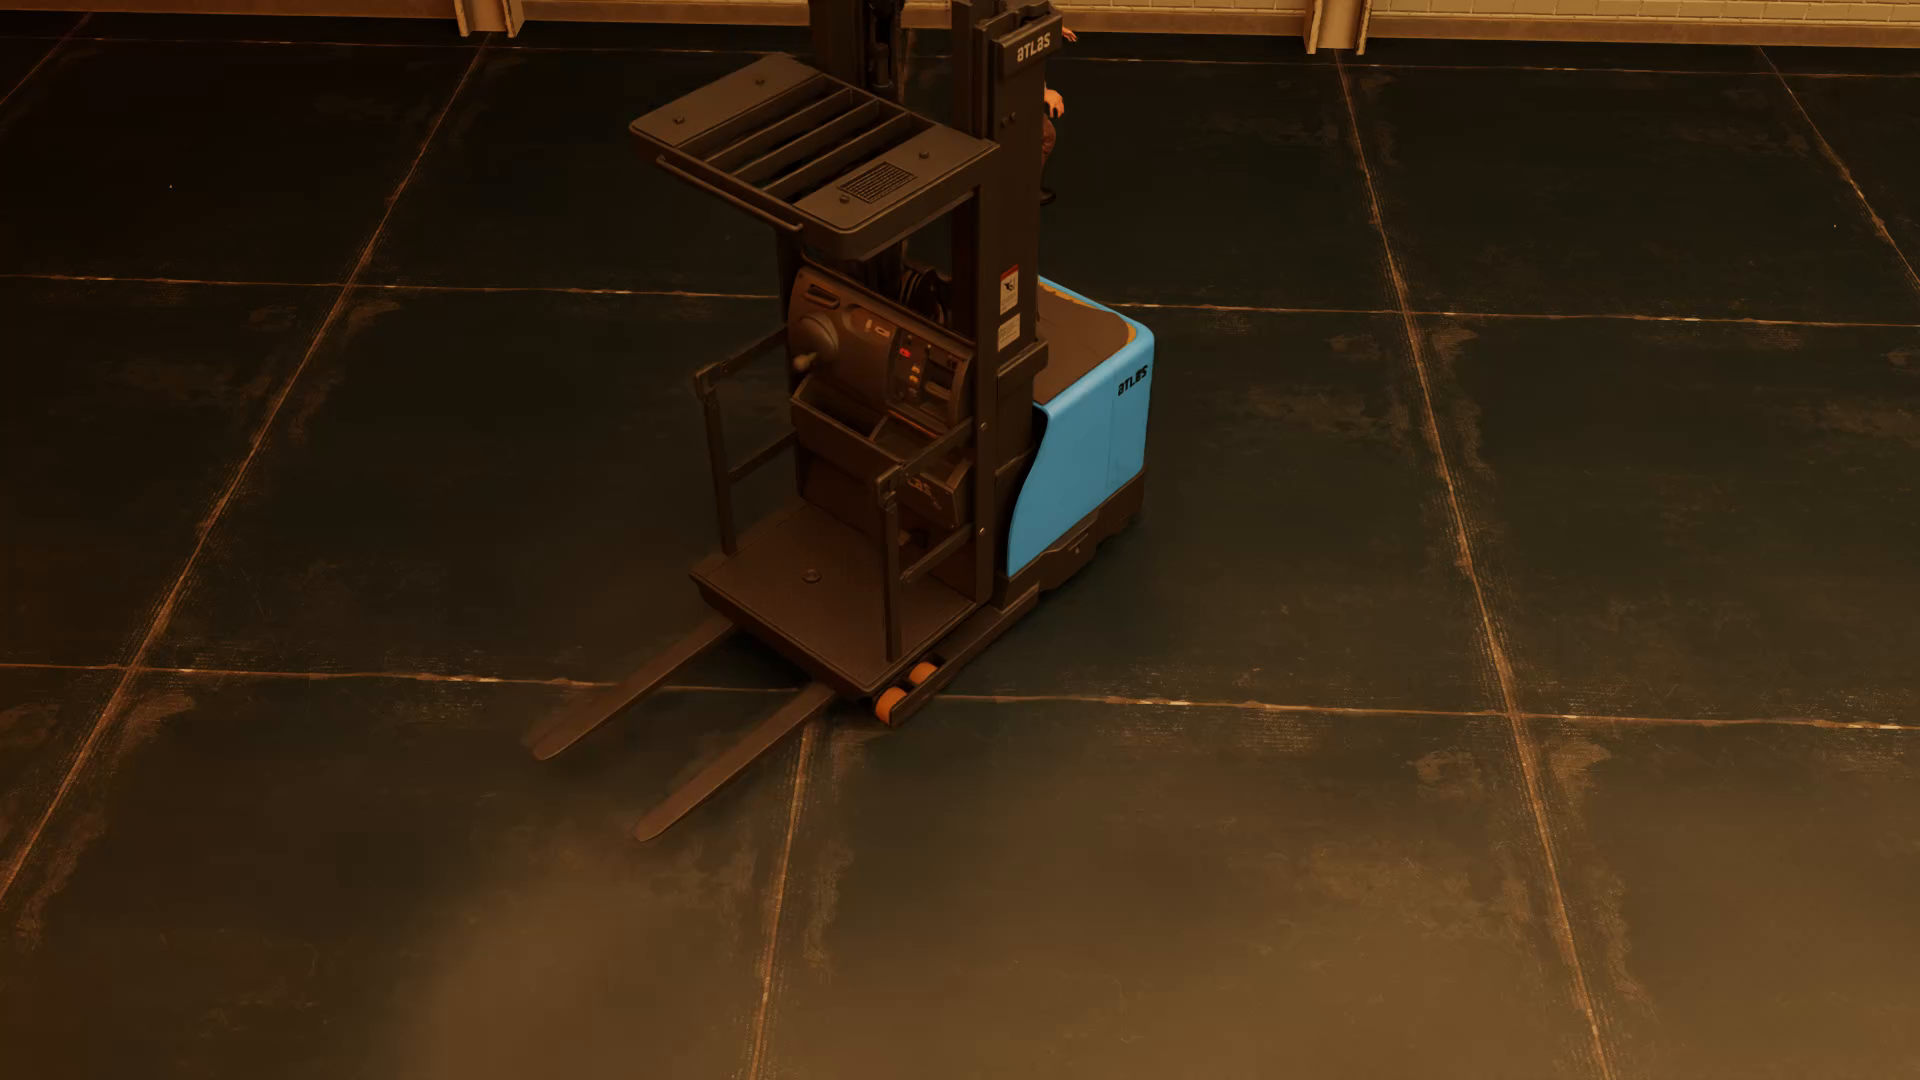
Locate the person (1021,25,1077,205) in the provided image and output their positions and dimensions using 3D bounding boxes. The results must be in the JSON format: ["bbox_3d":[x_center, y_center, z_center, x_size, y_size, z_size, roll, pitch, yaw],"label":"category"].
[{"bbox_3d":[0.403,-2.633,9.607,0.770,1.605,0.835,-16,45,-17],"label":"person"}]

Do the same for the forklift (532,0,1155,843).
[{"bbox_3d":[-0.469,-0.683,6.490,1.130,2.935,3.031,30,50,29],"label":"forklift"}]
